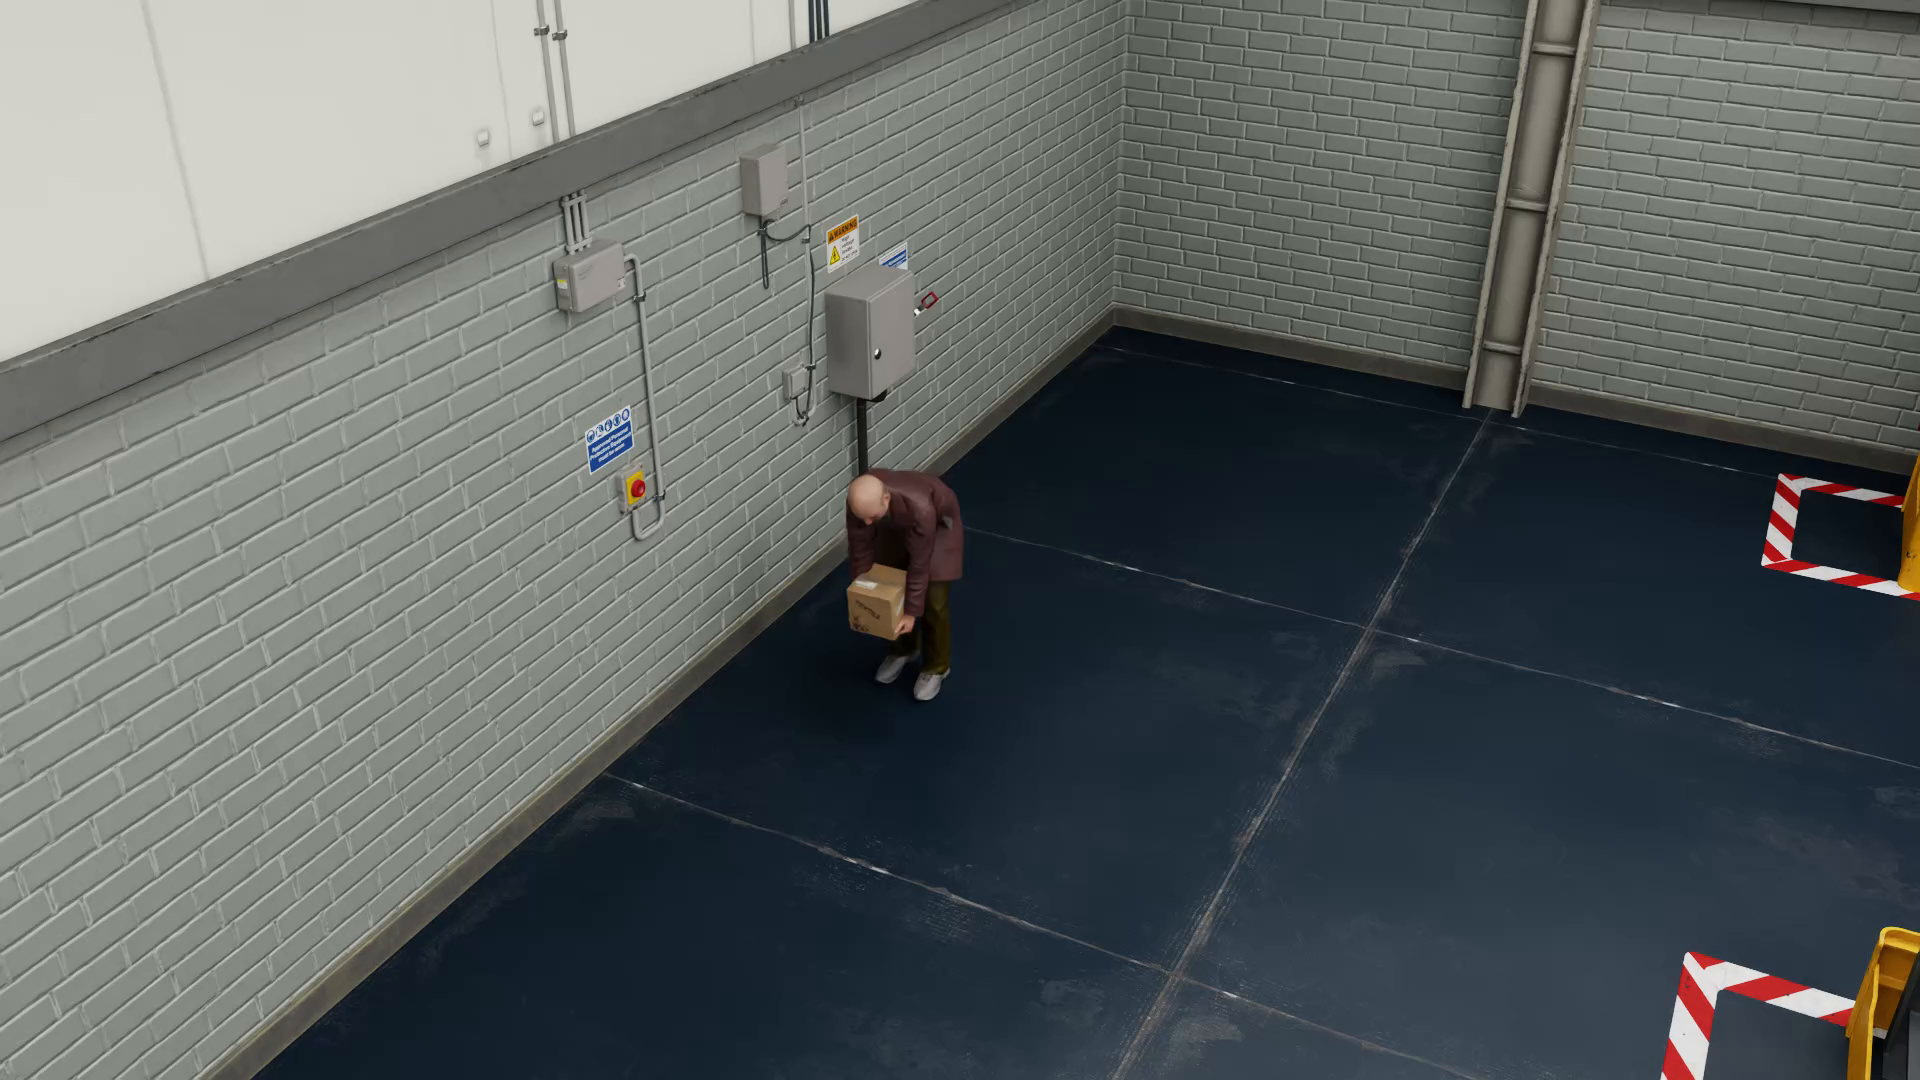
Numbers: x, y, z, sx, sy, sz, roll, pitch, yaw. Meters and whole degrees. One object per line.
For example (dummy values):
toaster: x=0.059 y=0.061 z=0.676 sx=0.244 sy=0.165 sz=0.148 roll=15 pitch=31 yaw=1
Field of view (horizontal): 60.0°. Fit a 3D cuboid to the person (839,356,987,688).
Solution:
person: x=-0.238 y=-0.045 z=8.374 sx=0.686 sy=1.776 sz=0.581 roll=14 pitch=33 yaw=23
